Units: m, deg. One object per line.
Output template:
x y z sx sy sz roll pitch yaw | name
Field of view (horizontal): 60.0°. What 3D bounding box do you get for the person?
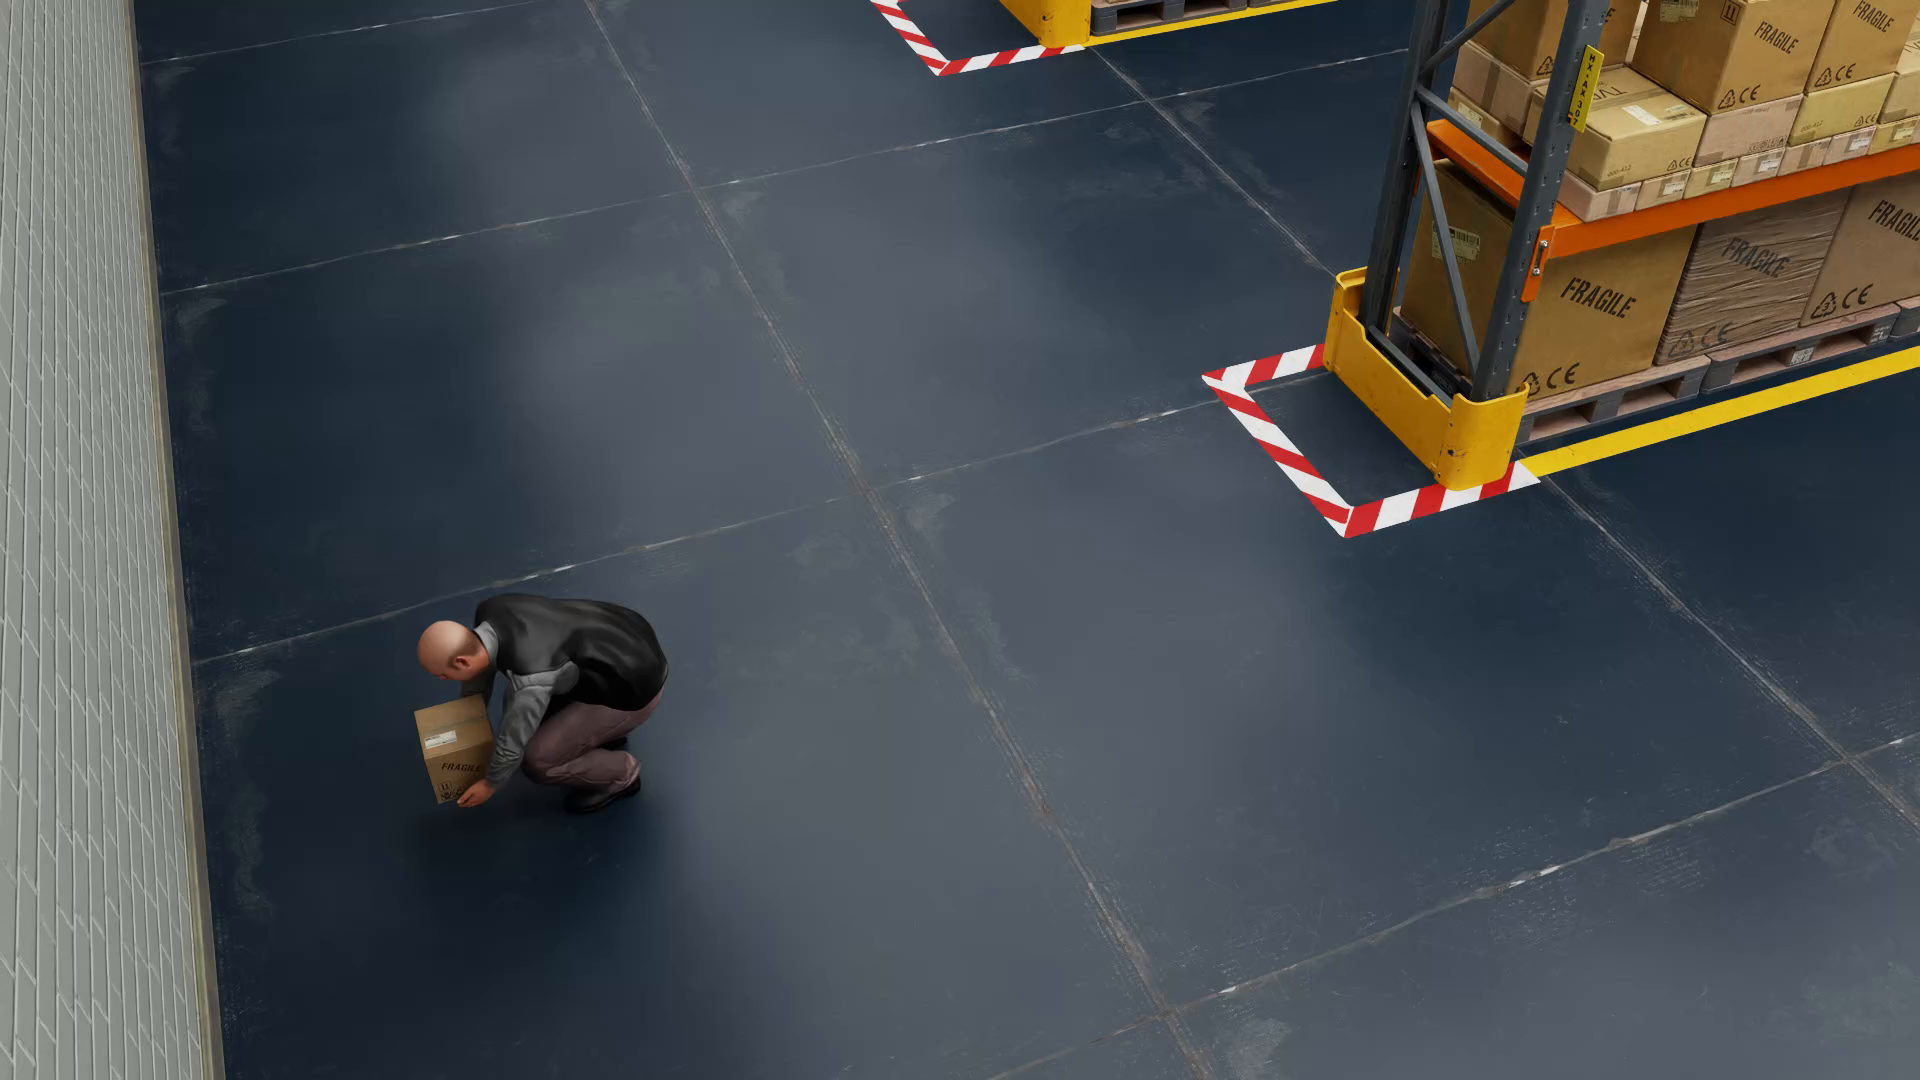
-1.500 0.570 6.085 0.864 0.996 0.543 -15 44 -17 | person
